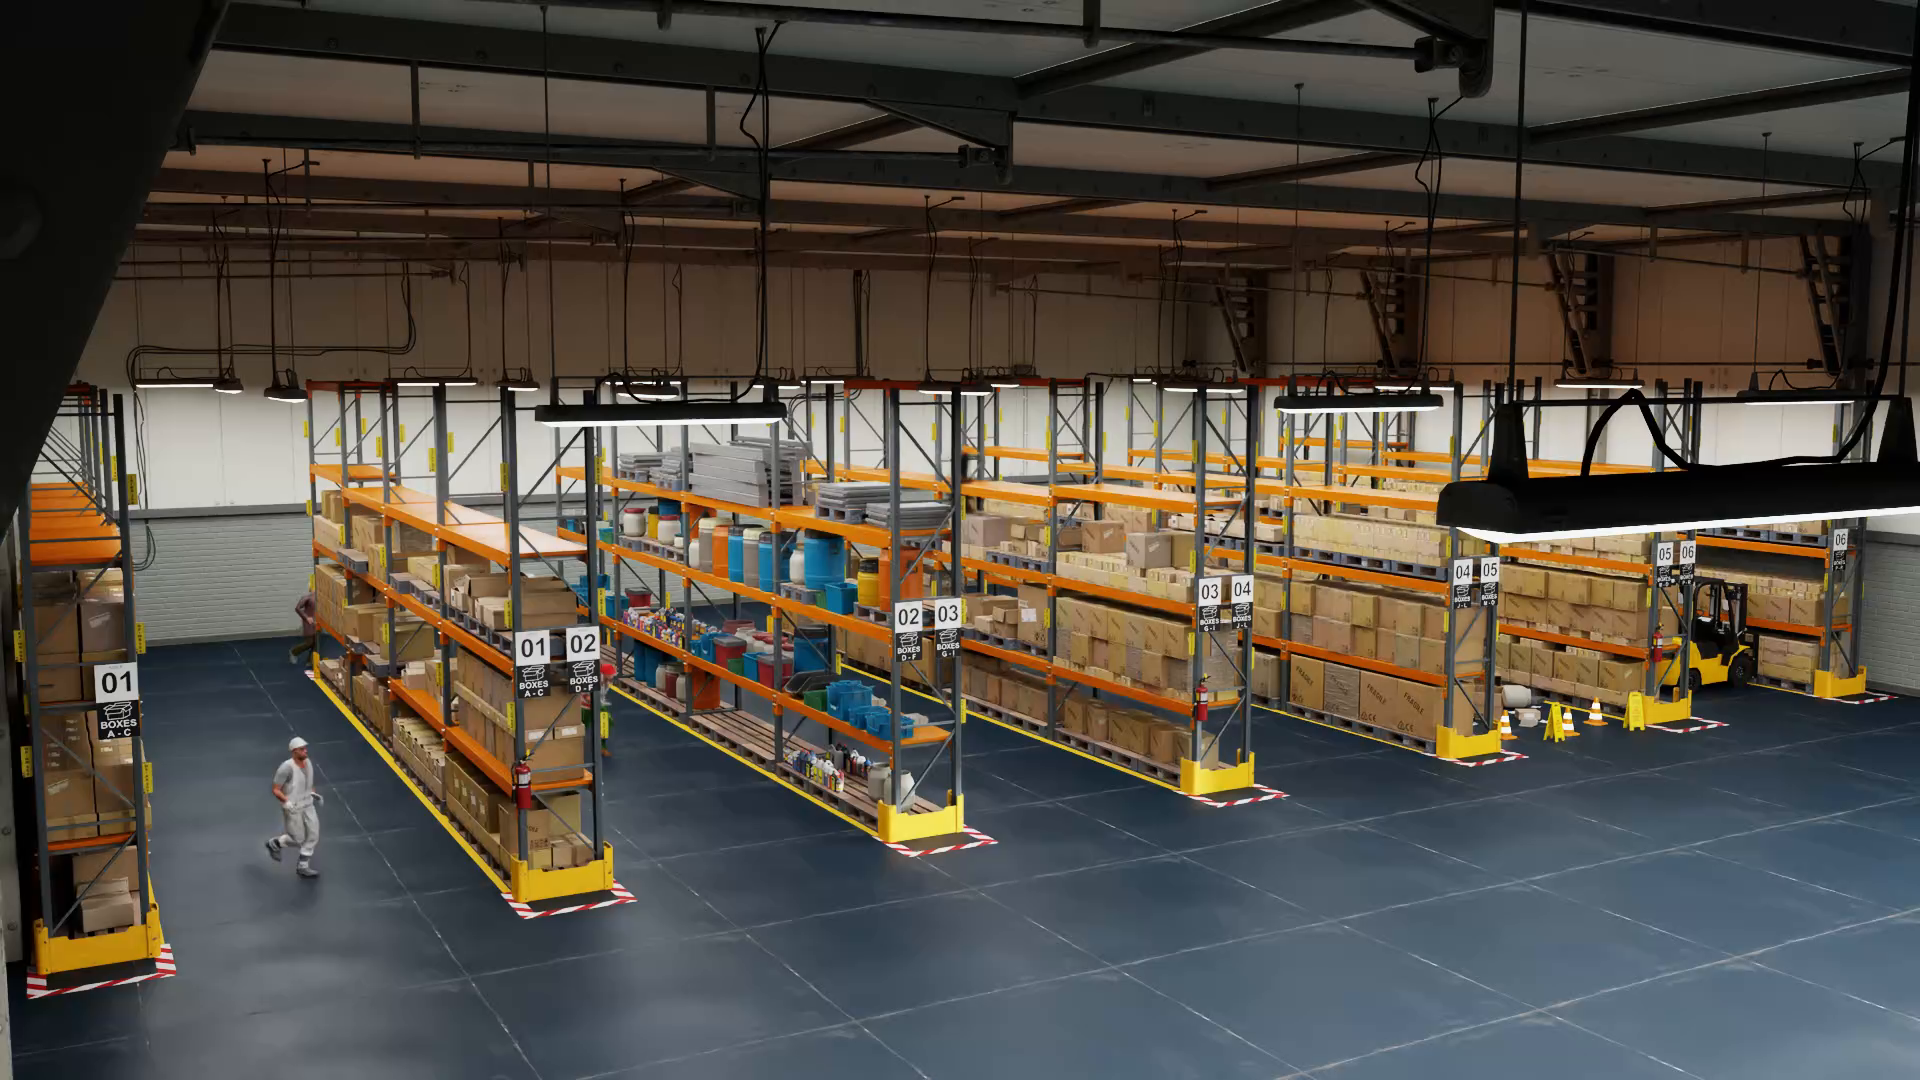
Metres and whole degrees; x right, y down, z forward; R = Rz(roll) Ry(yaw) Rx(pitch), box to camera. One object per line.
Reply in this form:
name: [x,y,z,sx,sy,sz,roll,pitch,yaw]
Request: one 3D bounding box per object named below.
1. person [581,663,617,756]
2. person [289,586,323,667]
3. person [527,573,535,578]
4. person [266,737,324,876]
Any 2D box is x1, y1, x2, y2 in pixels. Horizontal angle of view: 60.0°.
person: [-5.982,2.712,26.926,1.207,1.544,0.662,4,7,33]
person: [-13.623,1.773,34.906,0.711,1.727,0.772,2,6,17]
person: [-9.569,1.586,36.482,0.894,1.698,0.633,-3,7,-26]
person: [-8.231,3.286,20.583,0.669,1.730,0.640,3,7,26]
